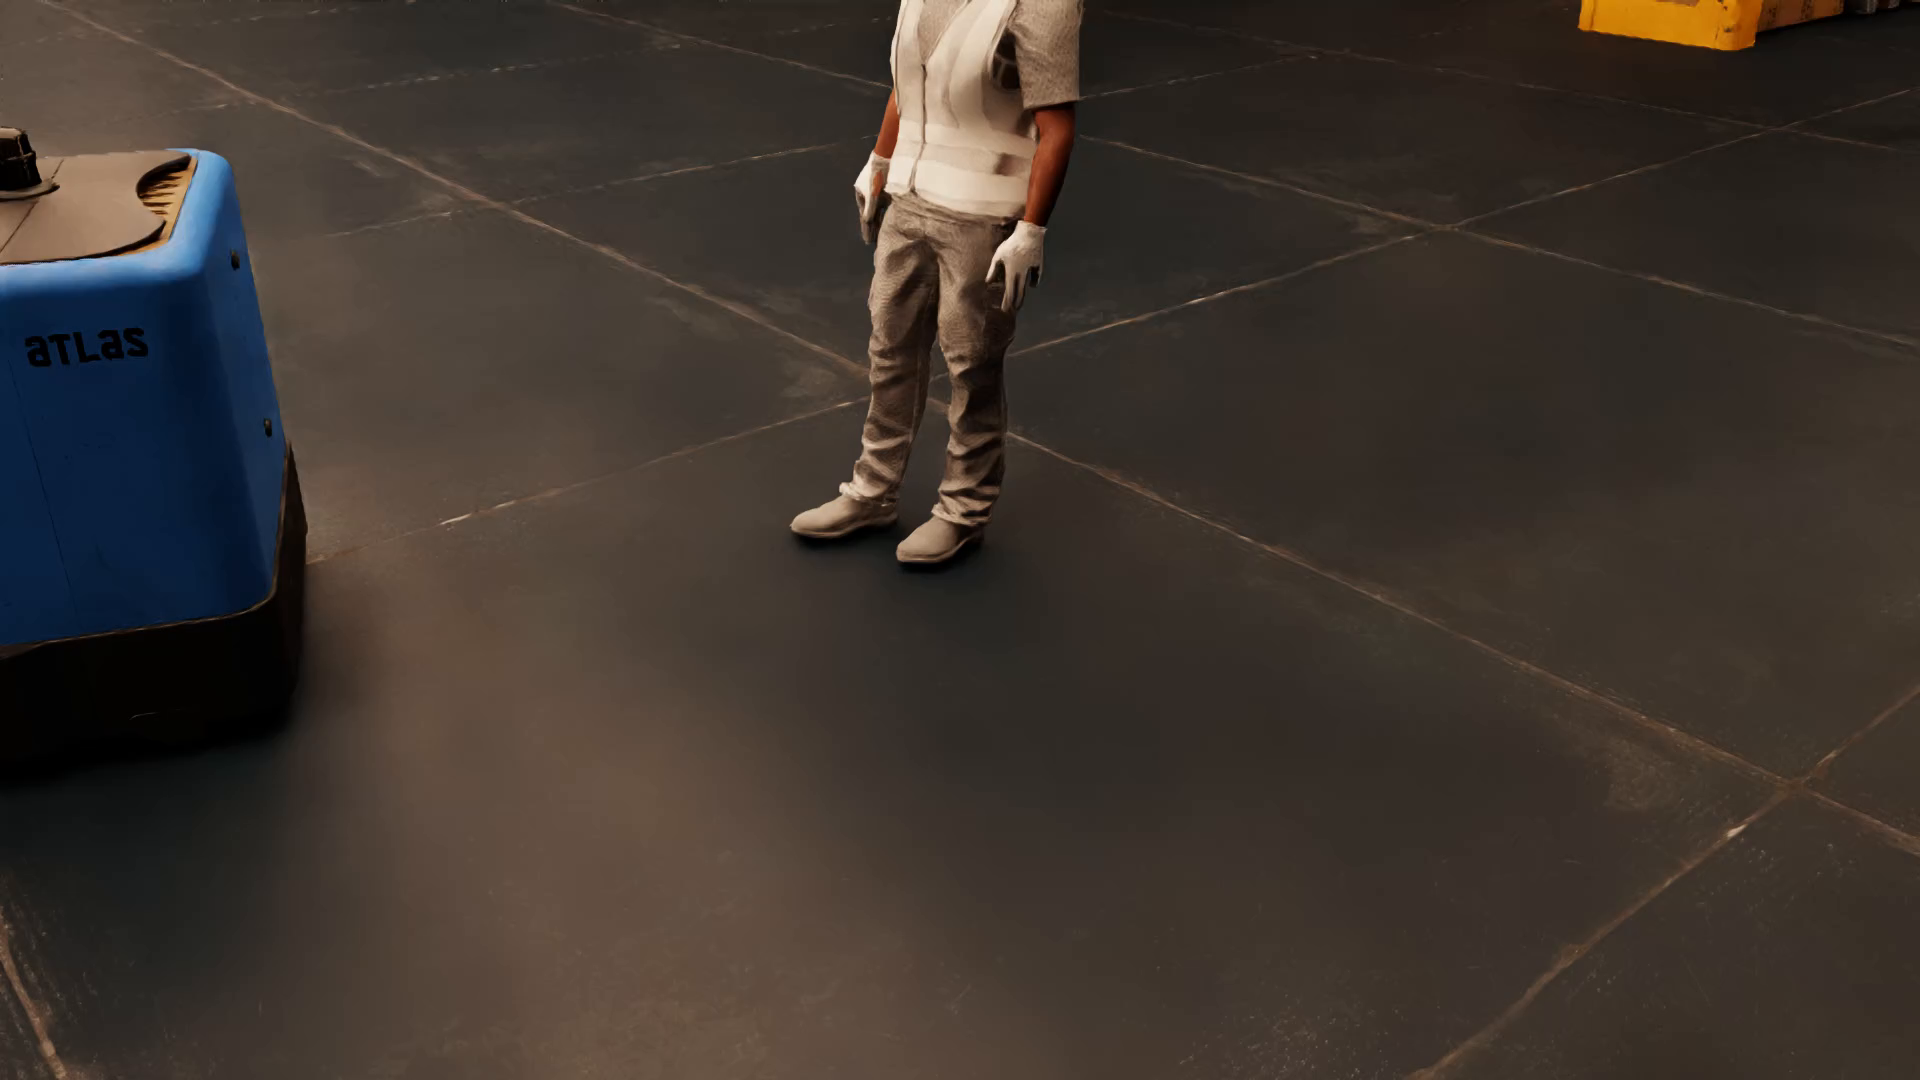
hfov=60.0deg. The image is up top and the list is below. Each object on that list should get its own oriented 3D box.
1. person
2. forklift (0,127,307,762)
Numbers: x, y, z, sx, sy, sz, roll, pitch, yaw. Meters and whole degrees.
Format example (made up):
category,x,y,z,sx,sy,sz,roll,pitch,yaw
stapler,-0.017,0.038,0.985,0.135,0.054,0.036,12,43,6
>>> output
category,x,y,z,sx,sy,sz,roll,pitch,yaw
person,-0.060,-0.787,4.066,0.576,1.782,0.655,-20,33,-35
forklift,-3.045,-0.900,3.017,3.031,2.935,1.130,-8,28,-16
